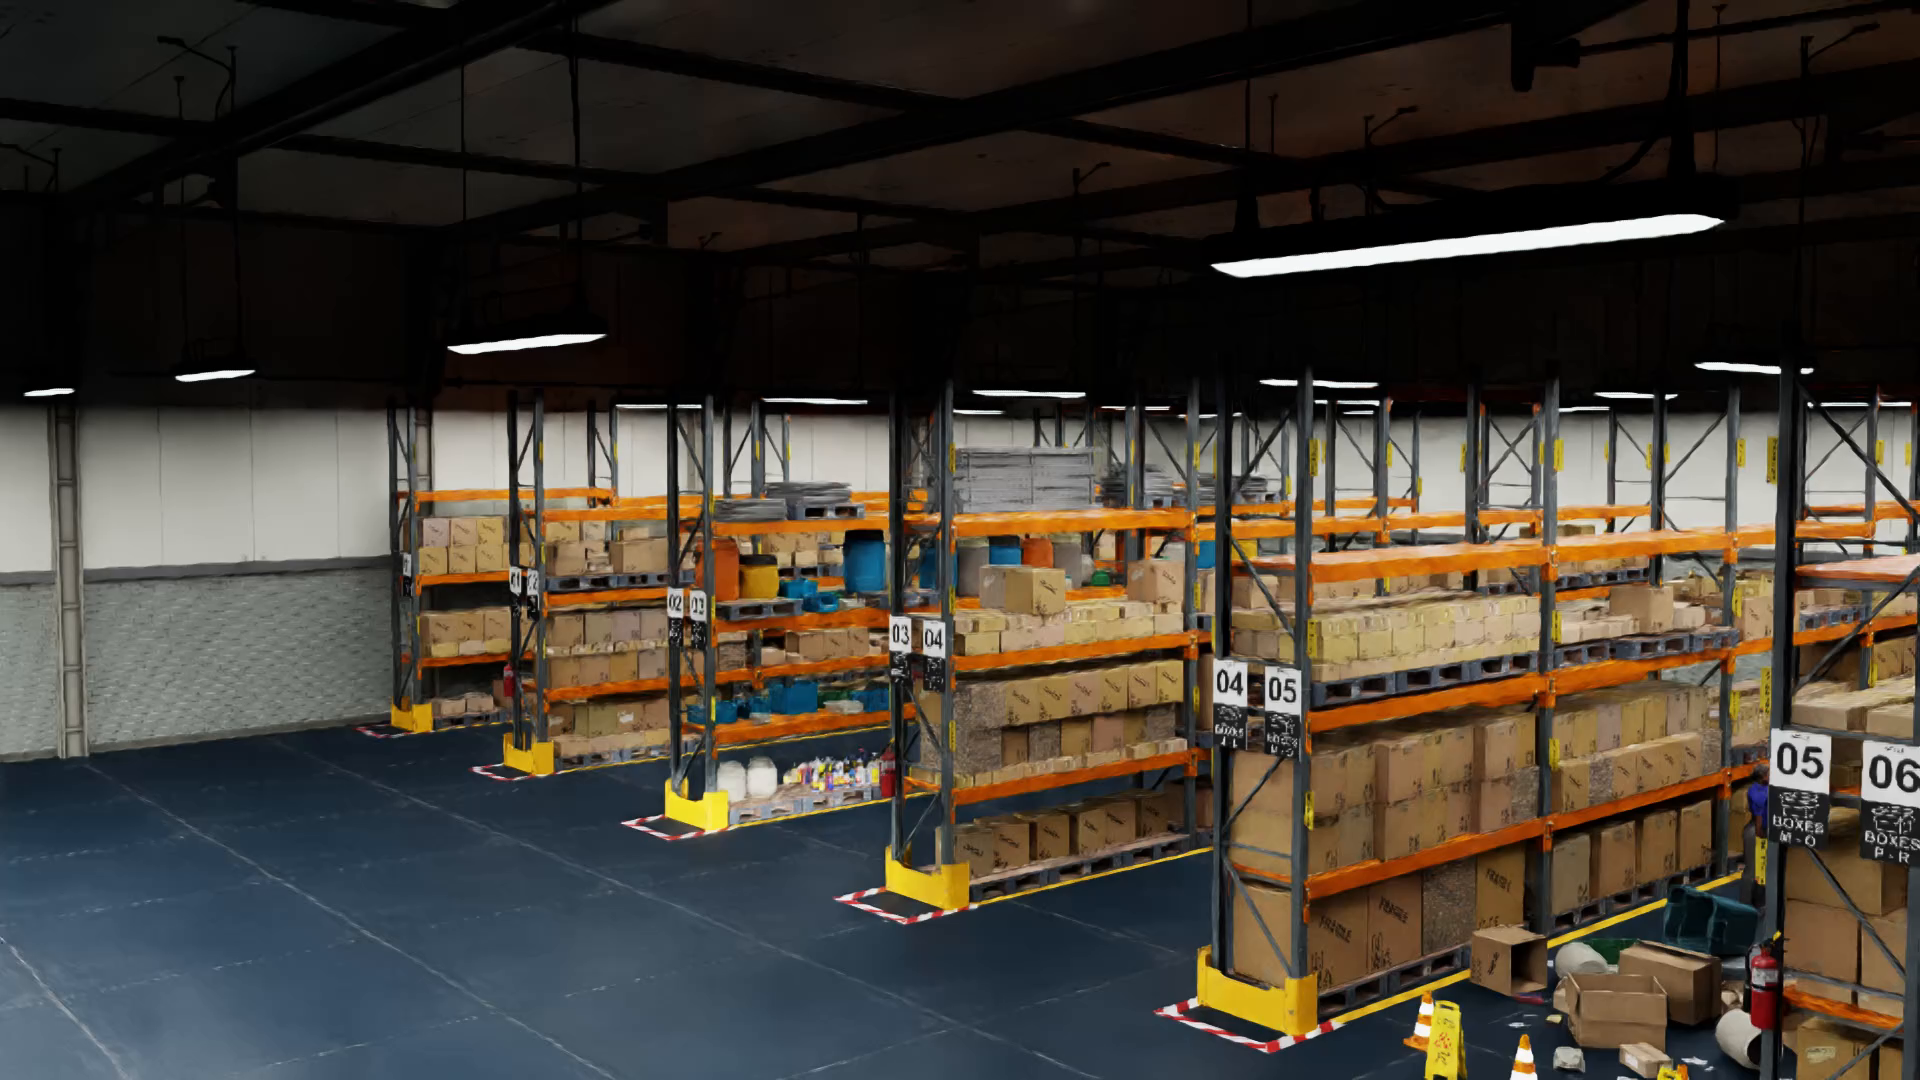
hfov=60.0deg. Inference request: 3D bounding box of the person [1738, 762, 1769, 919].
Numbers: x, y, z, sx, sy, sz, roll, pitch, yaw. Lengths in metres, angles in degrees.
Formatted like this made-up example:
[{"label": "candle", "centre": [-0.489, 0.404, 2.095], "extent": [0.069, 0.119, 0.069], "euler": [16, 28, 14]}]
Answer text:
[{"label": "person", "centre": [8.757, 3.258, 18.165], "extent": [0.443, 1.661, 0.546], "euler": [2, 4, 26]}]
